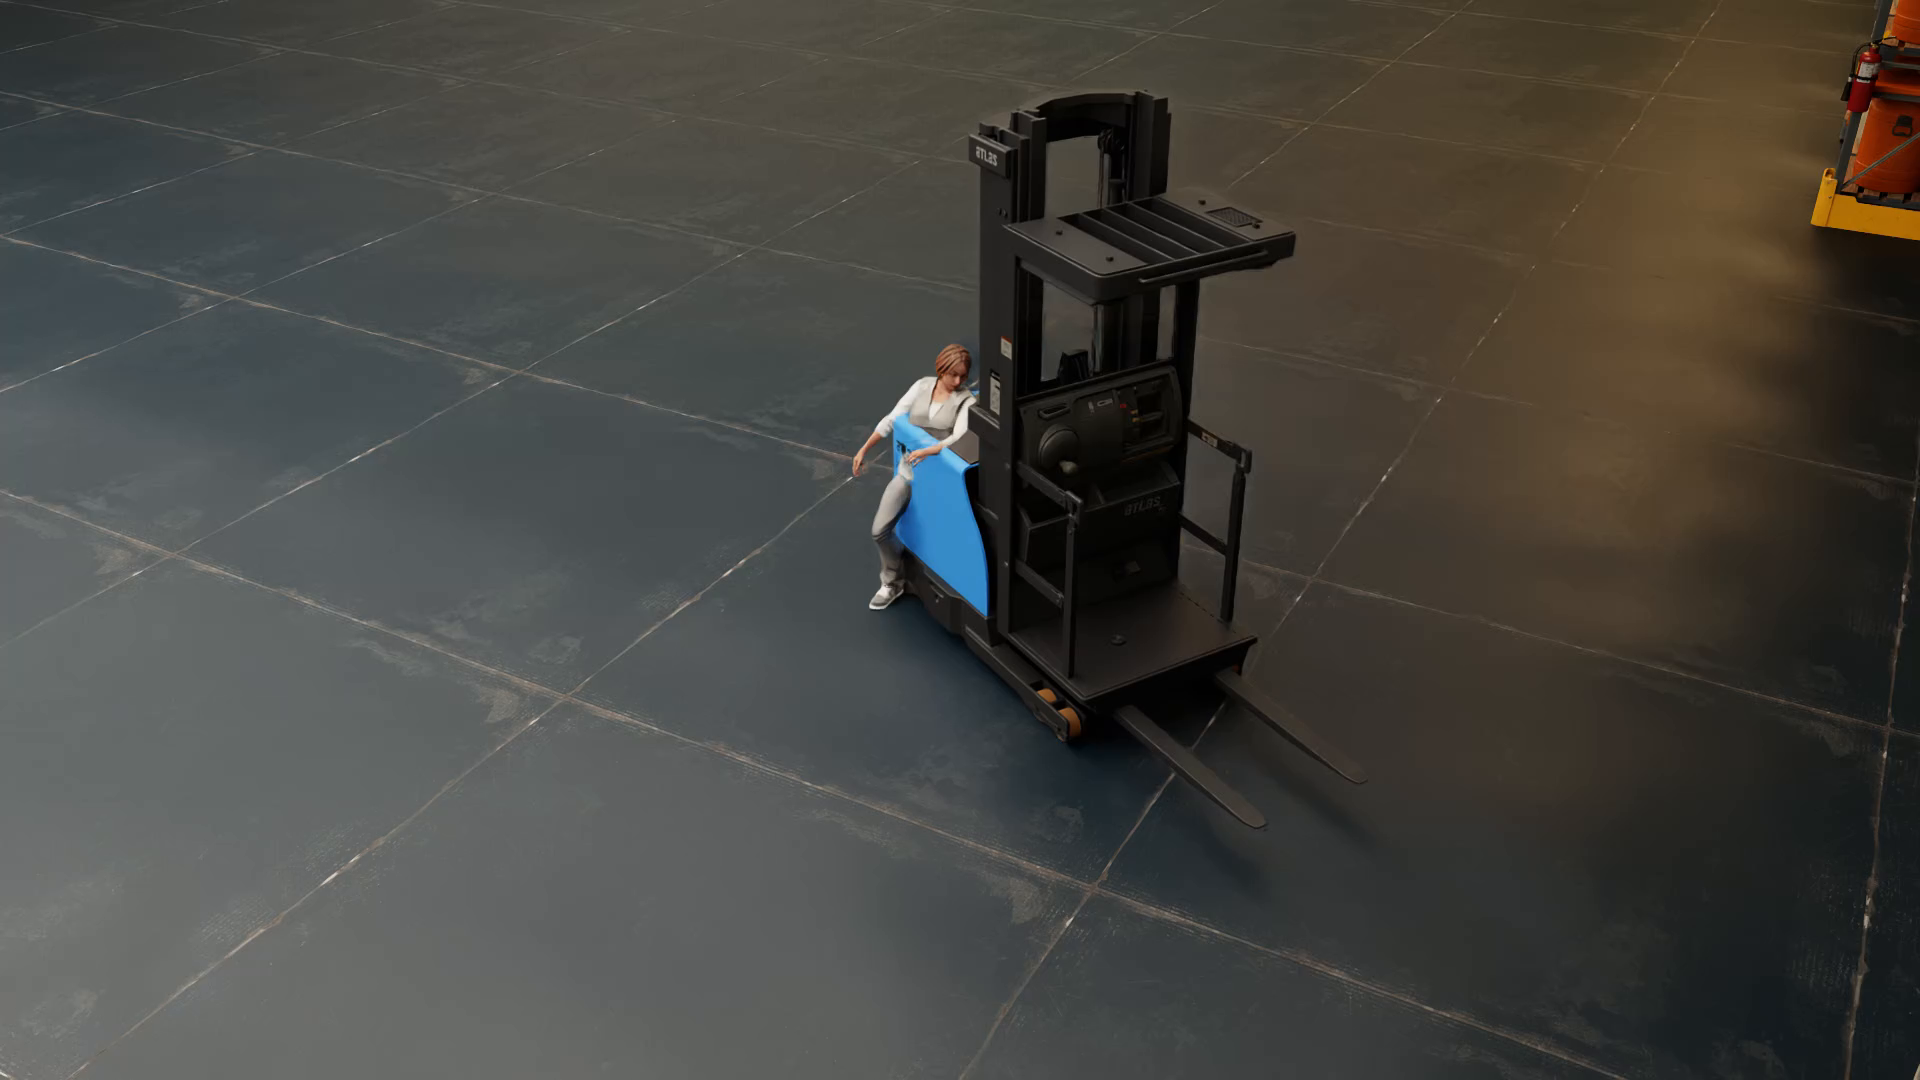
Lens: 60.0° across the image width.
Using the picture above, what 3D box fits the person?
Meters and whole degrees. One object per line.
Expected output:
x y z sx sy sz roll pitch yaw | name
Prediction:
-0.213 -0.315 9.071 0.767 1.488 0.795 6 30 10 | person

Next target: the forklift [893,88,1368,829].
0.811 -0.535 7.997 1.130 2.935 3.031 -17 34 -27 | forklift
